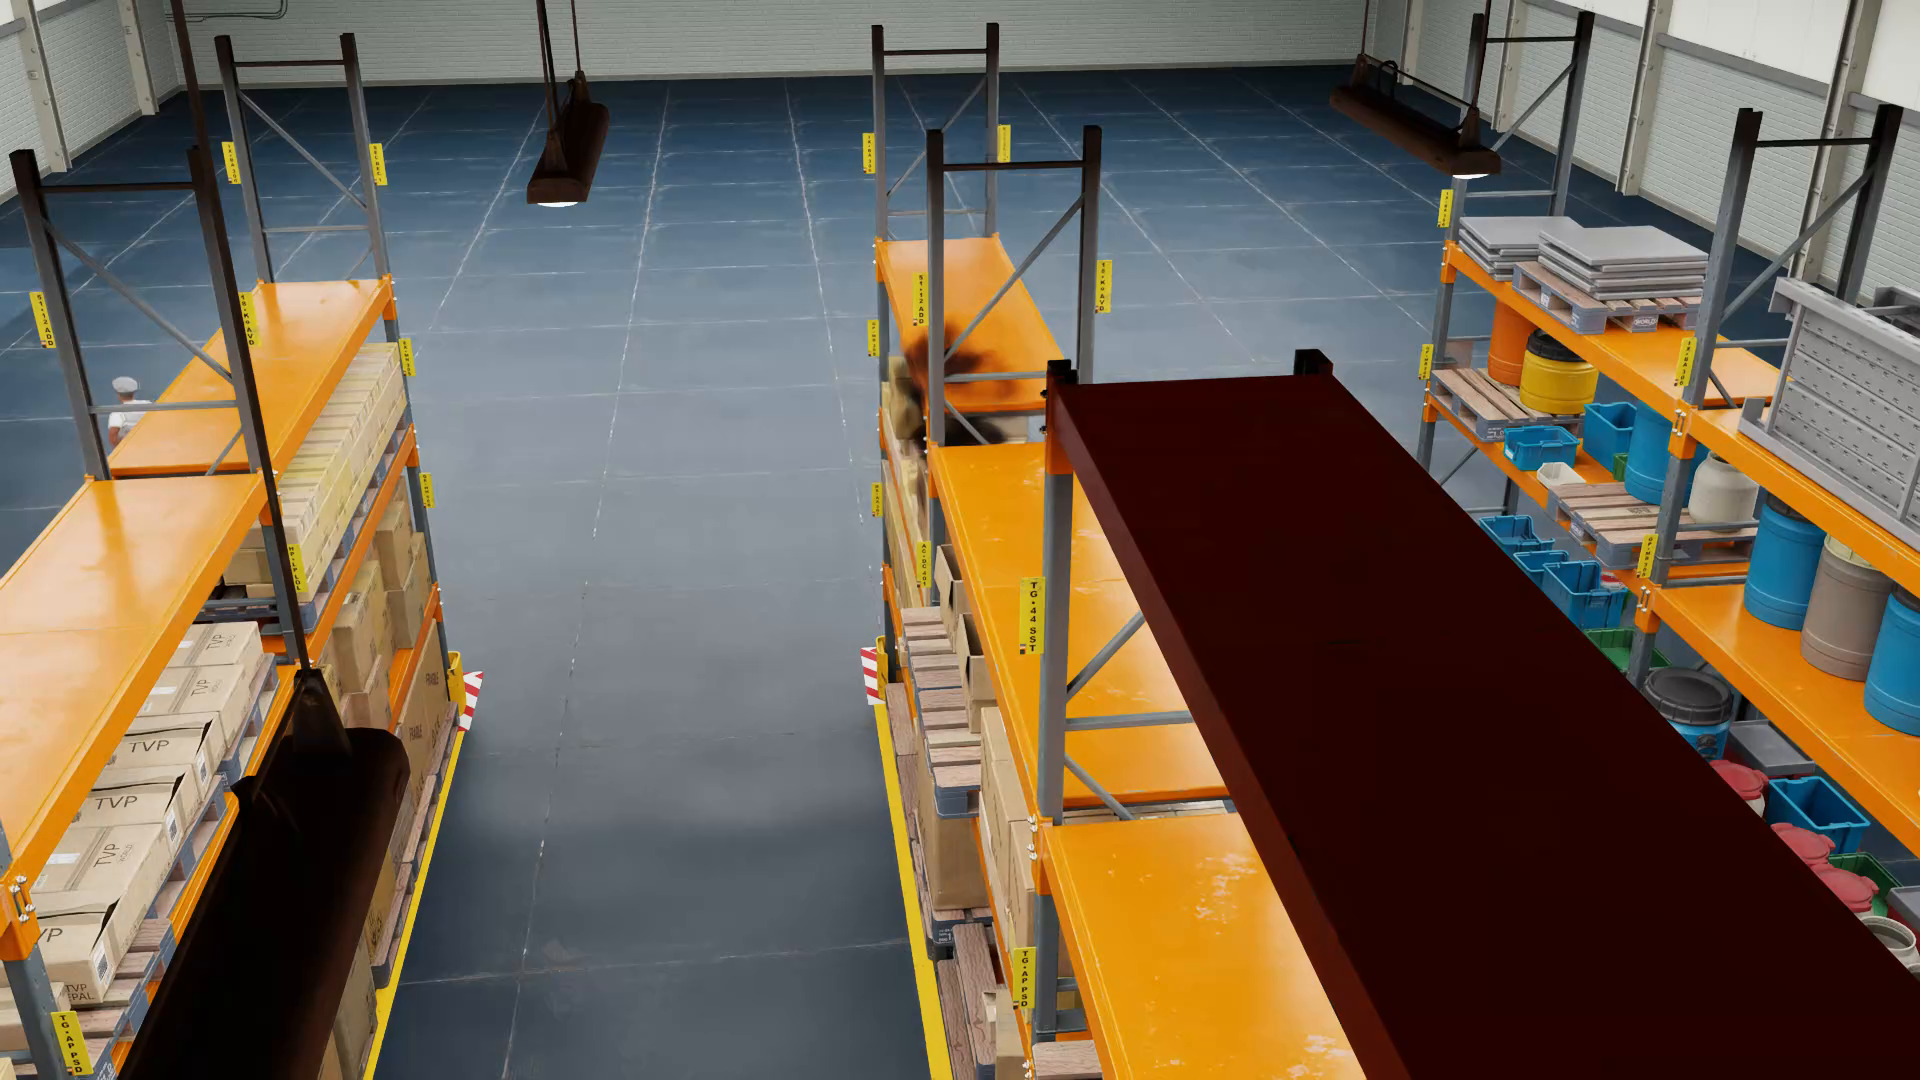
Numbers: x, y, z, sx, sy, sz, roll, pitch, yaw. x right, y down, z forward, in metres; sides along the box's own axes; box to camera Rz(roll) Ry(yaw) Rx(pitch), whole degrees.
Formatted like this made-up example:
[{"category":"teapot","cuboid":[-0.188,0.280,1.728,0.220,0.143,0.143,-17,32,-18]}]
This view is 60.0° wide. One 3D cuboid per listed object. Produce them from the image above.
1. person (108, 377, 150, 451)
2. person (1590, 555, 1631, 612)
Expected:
[{"category":"person","cuboid":[-9.029,-0.890,18.368,0.913,1.852,0.691,21,33,37]},{"category":"person","cuboid":[6.179,0.354,15.763,0.666,1.746,0.590,-2,26,-4]}]
